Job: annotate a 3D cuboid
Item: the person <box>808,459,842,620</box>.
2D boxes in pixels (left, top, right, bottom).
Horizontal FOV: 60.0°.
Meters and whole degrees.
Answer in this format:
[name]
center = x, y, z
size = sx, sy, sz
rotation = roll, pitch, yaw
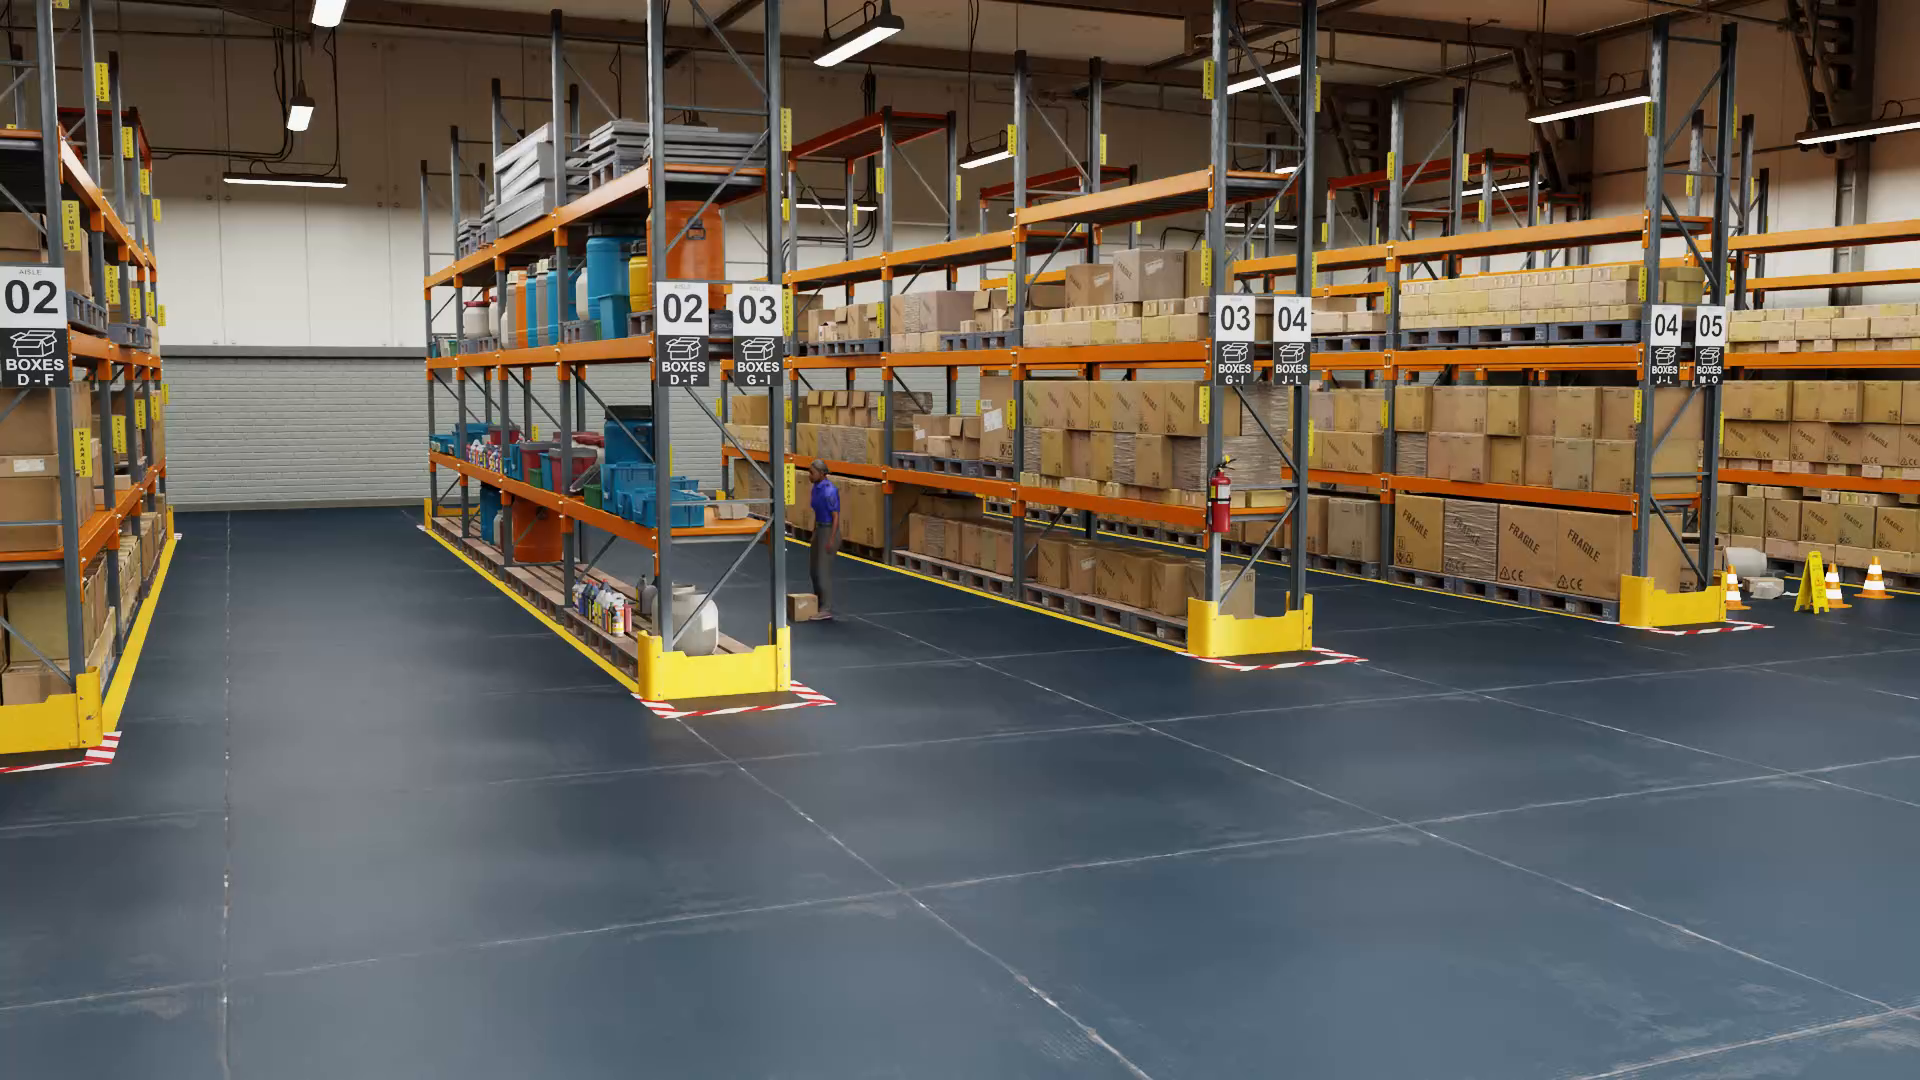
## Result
[person]
center = -1.438, -0.013, 17.168
size = 0.403, 1.654, 0.531
rotation = -3, 6, -27
